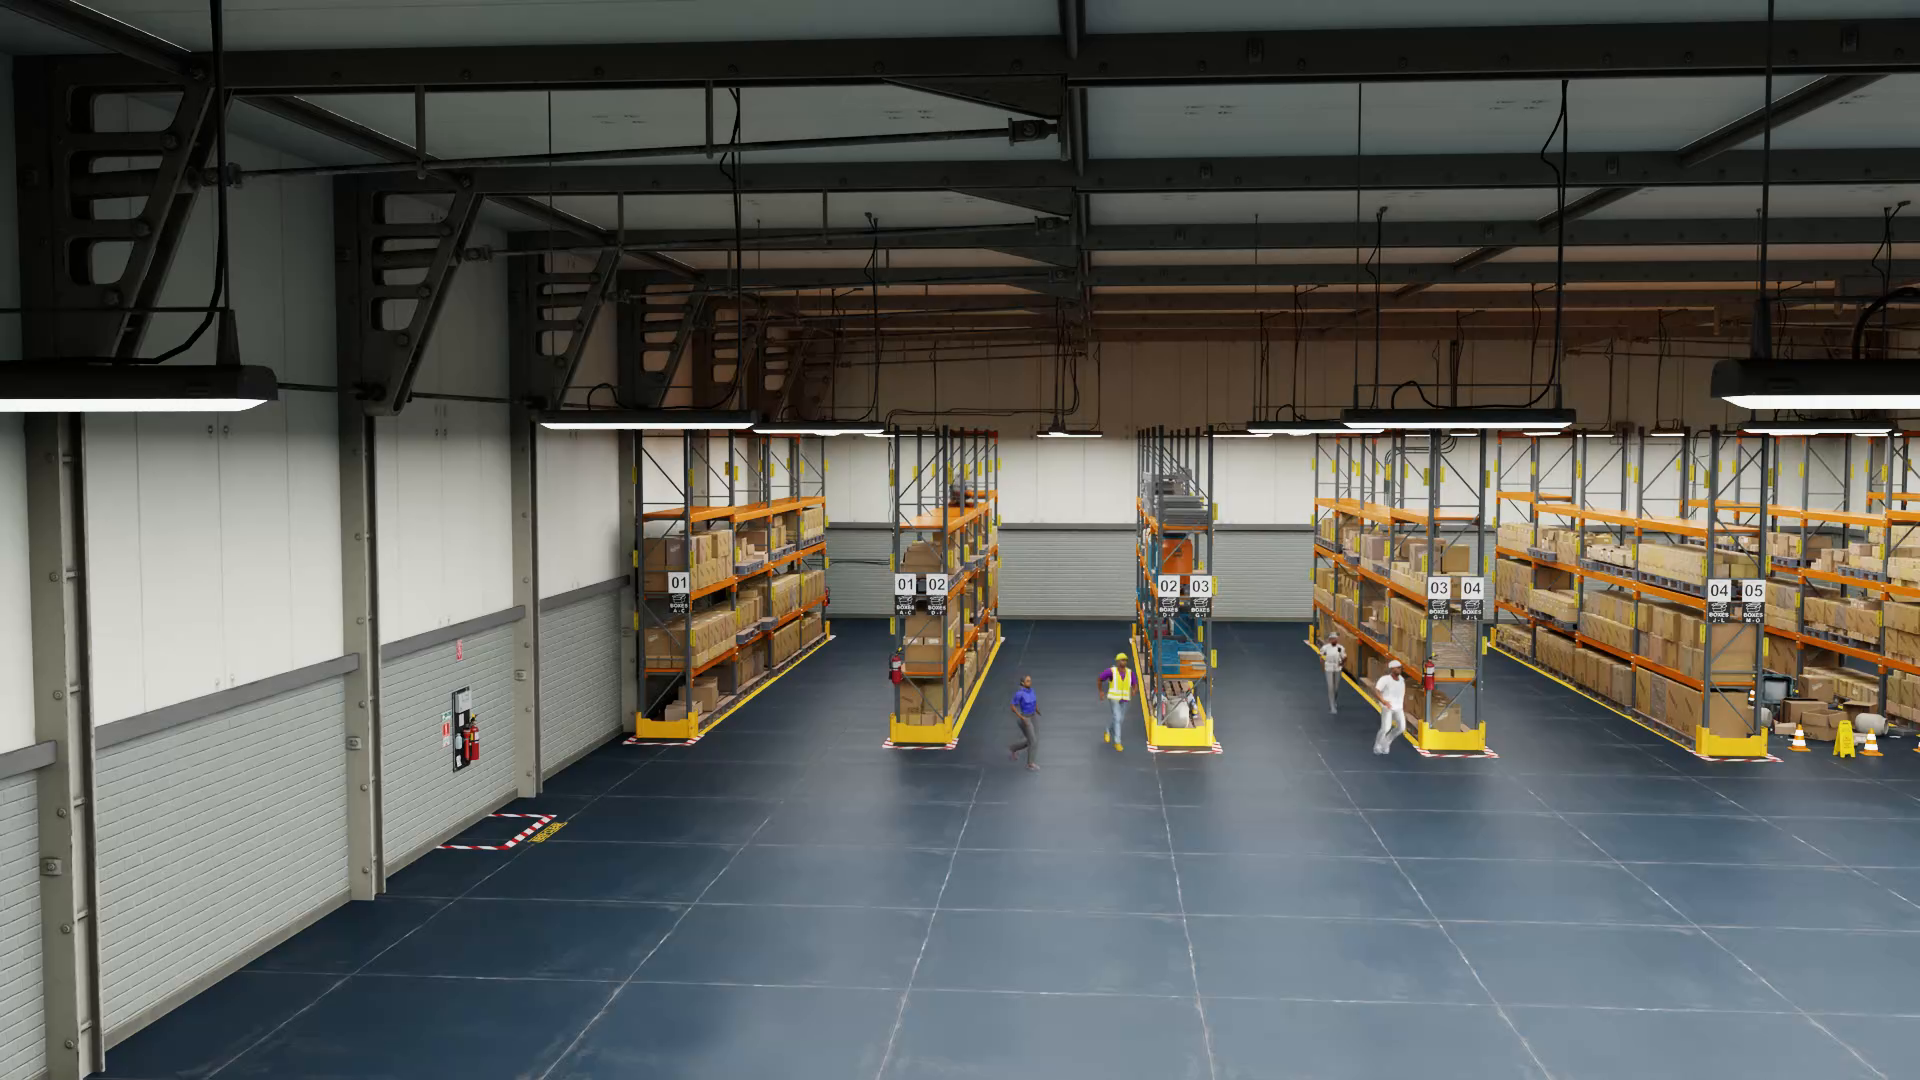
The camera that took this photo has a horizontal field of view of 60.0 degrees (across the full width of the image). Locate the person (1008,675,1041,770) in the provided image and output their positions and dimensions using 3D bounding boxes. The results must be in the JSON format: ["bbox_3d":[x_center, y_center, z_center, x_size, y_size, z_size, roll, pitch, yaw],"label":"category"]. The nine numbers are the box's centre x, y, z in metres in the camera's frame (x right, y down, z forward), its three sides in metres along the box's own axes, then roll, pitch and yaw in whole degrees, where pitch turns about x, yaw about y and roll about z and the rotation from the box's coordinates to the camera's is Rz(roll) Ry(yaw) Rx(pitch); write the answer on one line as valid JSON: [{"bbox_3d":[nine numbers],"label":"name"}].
[{"bbox_3d":[1.126,3.172,29.081,0.693,1.644,0.576,3,4,38],"label":"person"}]

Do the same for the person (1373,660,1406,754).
[{"bbox_3d":[7.881,3.041,30.222,0.765,1.703,0.557,-1,4,-23],"label":"person"}]

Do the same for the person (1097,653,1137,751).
[{"bbox_3d":[2.977,2.987,30.945,0.744,1.751,0.845,-1,4,-19],"label":"person"}]

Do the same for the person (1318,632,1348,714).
[{"bbox_3d":[7.863,2.764,35.018,0.591,1.699,0.835,0,3,2],"label":"person"}]
